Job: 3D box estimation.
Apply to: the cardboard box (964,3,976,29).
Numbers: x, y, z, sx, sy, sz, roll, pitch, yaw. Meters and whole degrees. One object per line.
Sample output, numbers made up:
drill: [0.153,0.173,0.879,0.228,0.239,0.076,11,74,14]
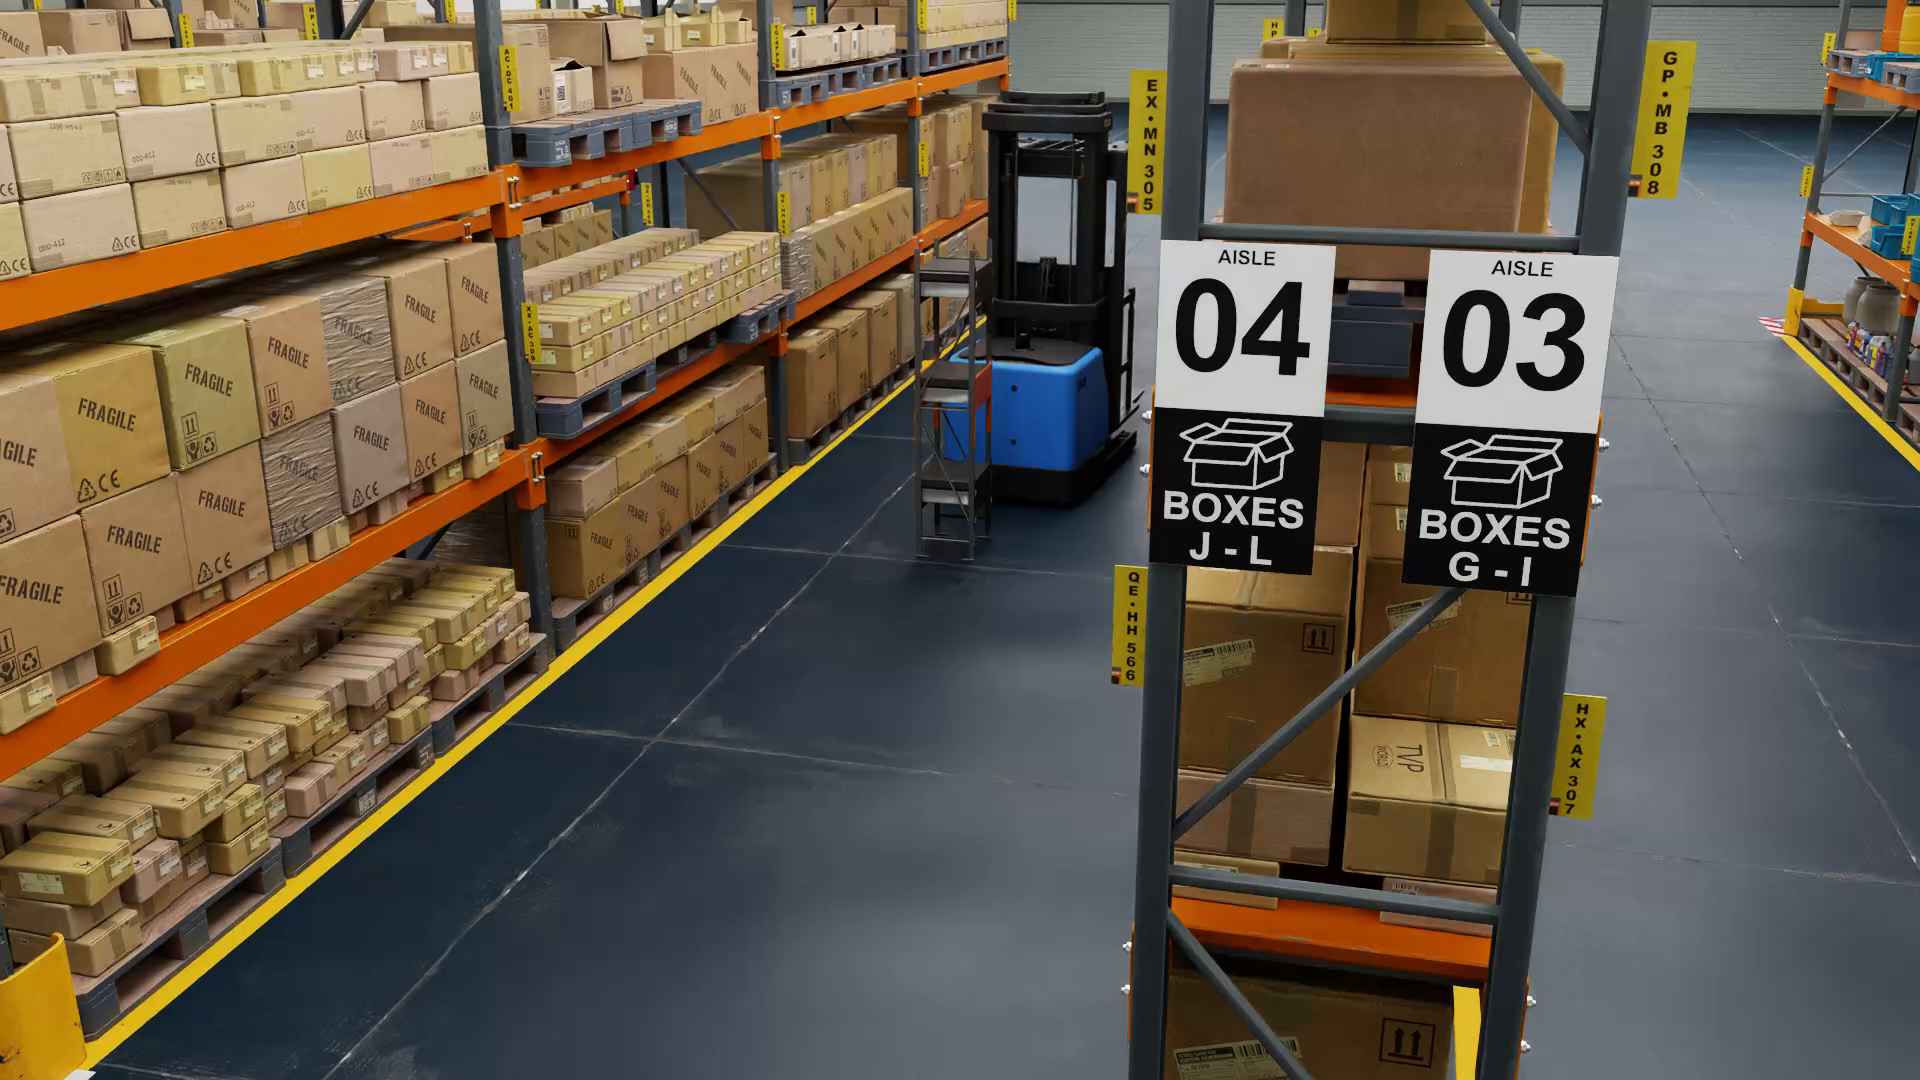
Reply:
cardboard box: [-0.132,-5.597,17.761,0.500,0.250,0.500,5,19,14]

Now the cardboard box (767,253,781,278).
cardboard box: [-1.547,-2.032,12.274,0.380,0.149,0.250,5,20,15]

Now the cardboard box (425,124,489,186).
cardboard box: [-2.703,-1.921,8.264,0.500,0.250,0.500,5,20,15]

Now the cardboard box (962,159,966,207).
cardboard box: [-0.421,-3.951,18.383,0.875,0.550,0.500,5,19,13]

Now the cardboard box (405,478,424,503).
cardboard box: [-2.898,-0.277,8.248,0.380,0.149,0.250,4,19,12]

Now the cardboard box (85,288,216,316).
cardboard box: [-3.583,-0.807,7.248,0.500,0.500,0.500,4,19,11]

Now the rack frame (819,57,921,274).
rack frame: [-0.890,-3.256,16.578,1.000,3.000,0.127,5,19,13]

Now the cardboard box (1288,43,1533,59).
cardboard box: [1.372,-1.284,5.206,0.700,0.500,0.500,3,19,10]

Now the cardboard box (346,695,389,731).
cardboard box: [-3.001,0.791,8.031,0.380,0.149,0.250,4,19,11]

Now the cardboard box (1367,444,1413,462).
cardboard box: [1.961,-0.427,6.910,0.500,0.500,0.500,5,19,14]

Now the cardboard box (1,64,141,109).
cardboard box: [-3.285,-1.675,6.151,0.380,0.149,0.250,5,20,15]

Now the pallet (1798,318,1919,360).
pallet: [9.498,-2.093,17.490,1.003,0.211,1.213,5,19,13]

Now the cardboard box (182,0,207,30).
cardboard box: [-9.771,-6.501,20.481,0.700,0.500,0.500,5,19,14]

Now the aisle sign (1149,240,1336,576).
aisle sign: [0.654,-0.302,3.910,0.394,0.787,0.004,5,19,13]

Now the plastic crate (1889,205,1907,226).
plastic crate: [9.678,-3.241,16.765,0.499,0.251,0.408,5,19,13]

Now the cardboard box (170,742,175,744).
cardboard box: [-3.731,1.001,7.417,0.380,0.149,0.250,5,19,14]

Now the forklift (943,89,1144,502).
forklift: [0.837,-2.106,13.318,1.130,2.935,3.031,6,20,18]

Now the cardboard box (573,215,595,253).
cardboard box: [-4.805,-3.685,20.281,0.500,0.500,0.500,5,20,15]

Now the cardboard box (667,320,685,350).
cardboard box: [-1.989,-1.325,10.665,0.380,0.149,0.250,4,19,12]

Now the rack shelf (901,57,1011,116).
rack shelf: [-0.402,-4.961,18.045,1.077,0.370,4.000,5,19,13]

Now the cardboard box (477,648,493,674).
cardboard box: [-2.755,0.627,8.972,0.380,0.149,0.250,5,20,15]

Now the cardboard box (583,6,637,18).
cardboard box: [-2.384,-3.481,11.259,0.396,0.266,0.258,5,19,13]

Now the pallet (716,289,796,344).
pallet: [-1.938,-1.679,12.260,1.213,0.211,1.003,5,19,13]

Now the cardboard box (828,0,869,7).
cardboard box: [-1.110,-5.319,16.331,0.380,0.149,0.250,4,19,13]

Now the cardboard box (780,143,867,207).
cardboard box: [-1.253,-3.300,15.007,0.700,0.500,0.500,5,19,14]

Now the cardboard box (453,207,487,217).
cardboard box: [-5.327,-3.569,17.886,0.380,0.149,0.250,5,19,13]

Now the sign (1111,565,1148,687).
sign: [0.440,0.222,4.240,0.100,0.325,0.005,5,19,13]

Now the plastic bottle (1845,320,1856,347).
plastic bottle: [8.930,-2.068,16.642,0.097,0.271,0.097,0,19,0]

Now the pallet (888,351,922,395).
pallet: [-1.006,-1.688,16.304,1.003,0.211,1.213,5,19,13]

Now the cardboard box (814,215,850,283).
cardboard box: [-1.251,-2.486,14.171,0.500,0.500,0.500,5,19,13]

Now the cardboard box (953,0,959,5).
cardboard box: [-0.225,-5.587,17.113,0.380,0.149,0.250,5,19,14]

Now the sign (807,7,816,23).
sign: [-1.429,-5.001,16.124,0.100,0.325,0.005,5,19,13]

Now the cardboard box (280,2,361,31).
cardboard box: [-5.961,-4.885,15.518,0.500,0.250,0.500,5,19,14]

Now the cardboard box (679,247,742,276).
cardboard box: [-1.732,-1.929,11.512,0.380,0.149,0.250,5,20,15]

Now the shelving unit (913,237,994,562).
shelving unit: [-0.040,-0.942,11.196,0.431,2.100,0.503,5,19,13]

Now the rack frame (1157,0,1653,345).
rack frame: [0.963,-1.910,3.357,1.000,3.000,0.127,5,19,13]

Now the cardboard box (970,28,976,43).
cardboard box: [-0.039,-5.447,17.938,0.380,0.149,0.250,5,19,14]

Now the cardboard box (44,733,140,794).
cardboard box: [-3.757,0.947,7.115,0.380,0.149,0.250,4,19,11]

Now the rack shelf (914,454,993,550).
rack shelf: [-0.040,-0.266,11.427,0.431,0.518,0.480,5,19,13]

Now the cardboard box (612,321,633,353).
cardboard box: [-2.179,-1.218,9.892,0.380,0.149,0.250,5,20,15]

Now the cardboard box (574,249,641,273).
cardboard box: [-2.425,-1.905,11.442,0.380,0.149,0.250,6,20,16]

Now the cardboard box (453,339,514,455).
cardboard box: [-2.689,-0.762,8.664,0.500,0.500,0.500,5,19,13]

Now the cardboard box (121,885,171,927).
cardboard box: [-3.399,1.429,6.625,0.380,0.149,0.250,5,19,13]

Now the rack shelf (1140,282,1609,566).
rack shelf: [1.451,-0.777,5.794,1.077,0.370,4.000,5,19,13]

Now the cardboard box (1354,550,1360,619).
cardboard box: [1.711,0.245,6.100,0.500,0.250,0.500,4,19,12]

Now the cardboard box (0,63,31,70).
cardboard box: [-3.729,-1.712,6.259,0.380,0.149,0.250,4,19,12]

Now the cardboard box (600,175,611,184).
cardboard box: [-4.576,-4.527,20.690,0.380,0.149,0.250,4,19,13]

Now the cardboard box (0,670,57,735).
cardboard box: [-3.425,0.549,5.829,0.380,0.149,0.250,4,19,13]

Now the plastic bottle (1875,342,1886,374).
plastic bottle: [8.622,-1.703,15.554,0.061,0.283,0.133,6,20,17]

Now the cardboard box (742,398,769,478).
cardboard box: [-1.775,-0.791,12.580,0.500,0.500,0.500,5,19,13]

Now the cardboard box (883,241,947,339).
cardboard box: [-0.669,-2.640,17.415,0.875,0.875,0.875,5,19,14]

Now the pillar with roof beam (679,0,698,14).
pillar with roof beam: [-2.024,-13.253,36.567,9.100,9.000,0.400,5,19,13]

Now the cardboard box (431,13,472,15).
cardboard box: [-5.610,-5.737,18.358,0.380,0.149,0.250,4,19,12]

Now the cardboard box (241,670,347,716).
cardboard box: [-3.094,0.737,7.731,0.380,0.149,0.250,5,19,14]
